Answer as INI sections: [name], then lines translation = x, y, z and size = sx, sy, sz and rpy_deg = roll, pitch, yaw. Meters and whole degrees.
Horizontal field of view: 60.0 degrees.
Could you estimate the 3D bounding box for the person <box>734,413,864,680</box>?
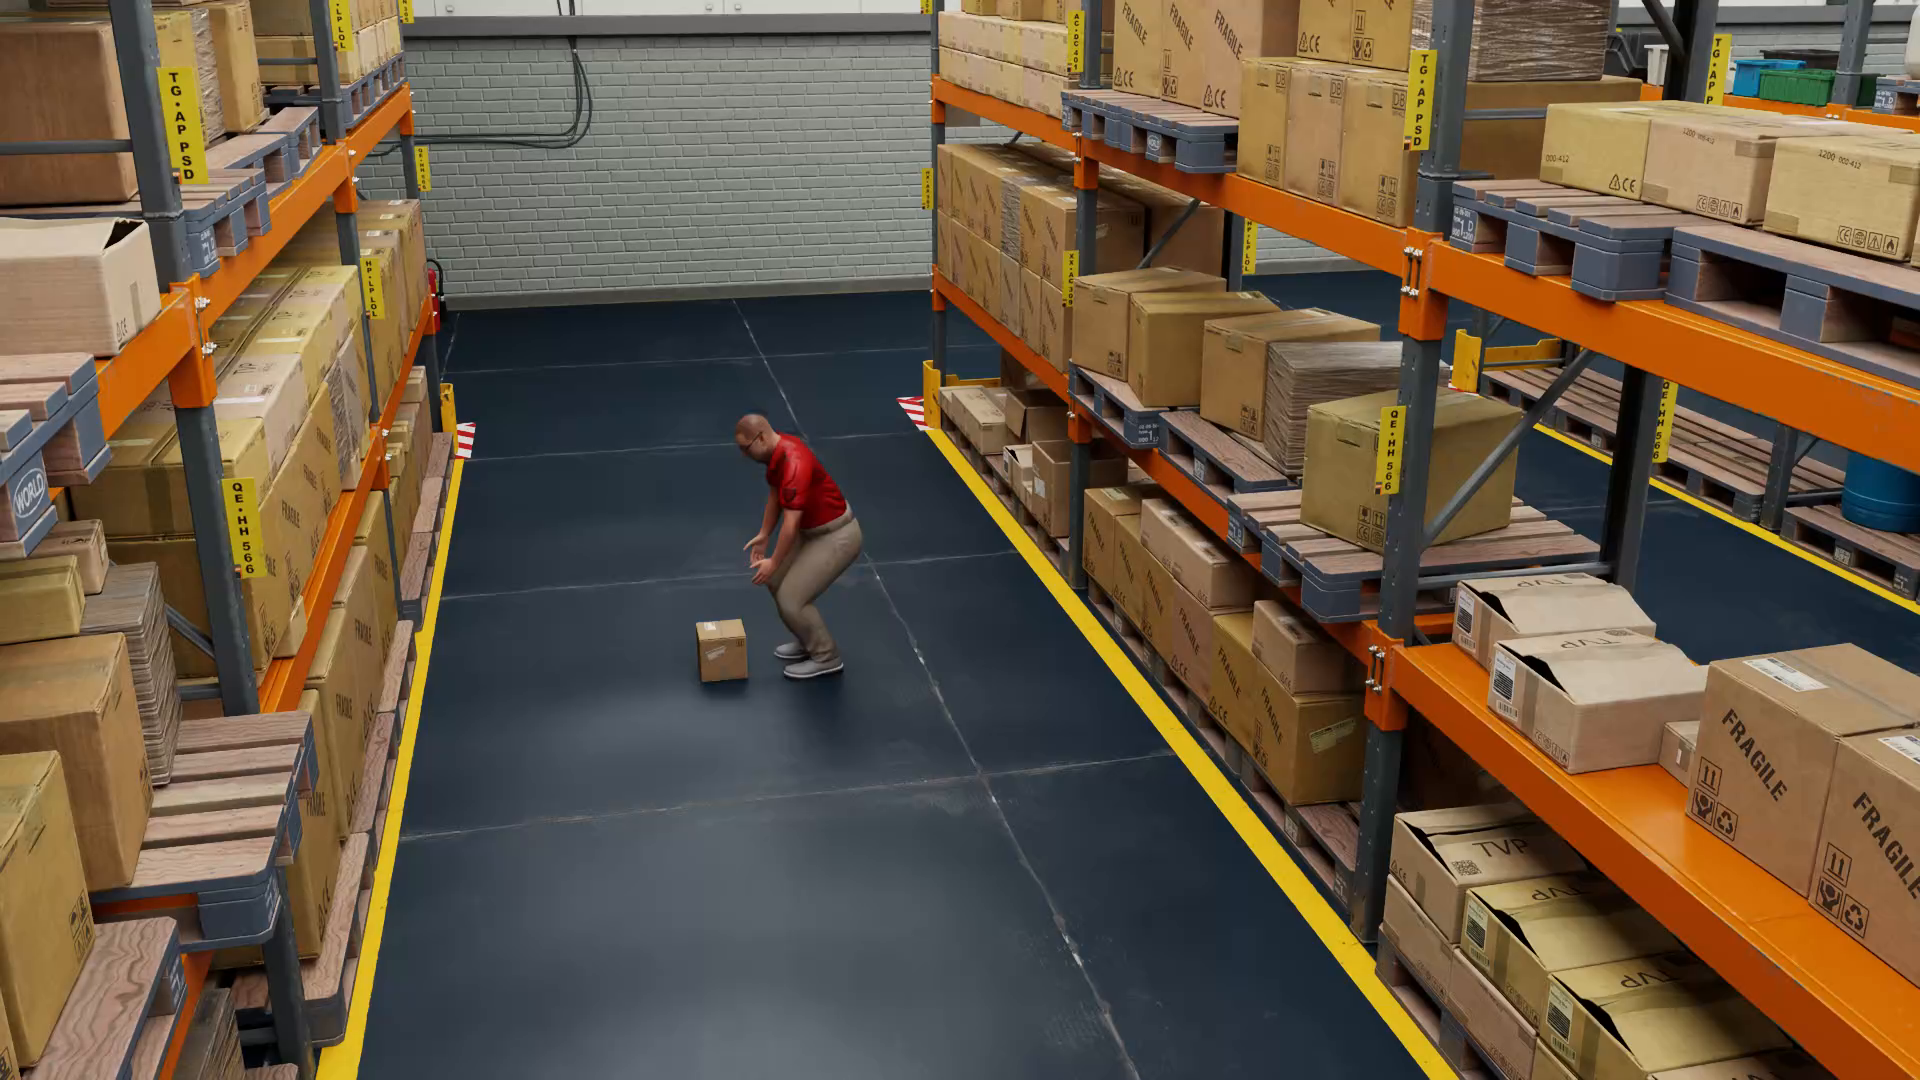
[person]
translation = -0.869, 0.024, 8.961
size = 0.635, 1.449, 0.588
rpy_deg = -4, 20, -12
